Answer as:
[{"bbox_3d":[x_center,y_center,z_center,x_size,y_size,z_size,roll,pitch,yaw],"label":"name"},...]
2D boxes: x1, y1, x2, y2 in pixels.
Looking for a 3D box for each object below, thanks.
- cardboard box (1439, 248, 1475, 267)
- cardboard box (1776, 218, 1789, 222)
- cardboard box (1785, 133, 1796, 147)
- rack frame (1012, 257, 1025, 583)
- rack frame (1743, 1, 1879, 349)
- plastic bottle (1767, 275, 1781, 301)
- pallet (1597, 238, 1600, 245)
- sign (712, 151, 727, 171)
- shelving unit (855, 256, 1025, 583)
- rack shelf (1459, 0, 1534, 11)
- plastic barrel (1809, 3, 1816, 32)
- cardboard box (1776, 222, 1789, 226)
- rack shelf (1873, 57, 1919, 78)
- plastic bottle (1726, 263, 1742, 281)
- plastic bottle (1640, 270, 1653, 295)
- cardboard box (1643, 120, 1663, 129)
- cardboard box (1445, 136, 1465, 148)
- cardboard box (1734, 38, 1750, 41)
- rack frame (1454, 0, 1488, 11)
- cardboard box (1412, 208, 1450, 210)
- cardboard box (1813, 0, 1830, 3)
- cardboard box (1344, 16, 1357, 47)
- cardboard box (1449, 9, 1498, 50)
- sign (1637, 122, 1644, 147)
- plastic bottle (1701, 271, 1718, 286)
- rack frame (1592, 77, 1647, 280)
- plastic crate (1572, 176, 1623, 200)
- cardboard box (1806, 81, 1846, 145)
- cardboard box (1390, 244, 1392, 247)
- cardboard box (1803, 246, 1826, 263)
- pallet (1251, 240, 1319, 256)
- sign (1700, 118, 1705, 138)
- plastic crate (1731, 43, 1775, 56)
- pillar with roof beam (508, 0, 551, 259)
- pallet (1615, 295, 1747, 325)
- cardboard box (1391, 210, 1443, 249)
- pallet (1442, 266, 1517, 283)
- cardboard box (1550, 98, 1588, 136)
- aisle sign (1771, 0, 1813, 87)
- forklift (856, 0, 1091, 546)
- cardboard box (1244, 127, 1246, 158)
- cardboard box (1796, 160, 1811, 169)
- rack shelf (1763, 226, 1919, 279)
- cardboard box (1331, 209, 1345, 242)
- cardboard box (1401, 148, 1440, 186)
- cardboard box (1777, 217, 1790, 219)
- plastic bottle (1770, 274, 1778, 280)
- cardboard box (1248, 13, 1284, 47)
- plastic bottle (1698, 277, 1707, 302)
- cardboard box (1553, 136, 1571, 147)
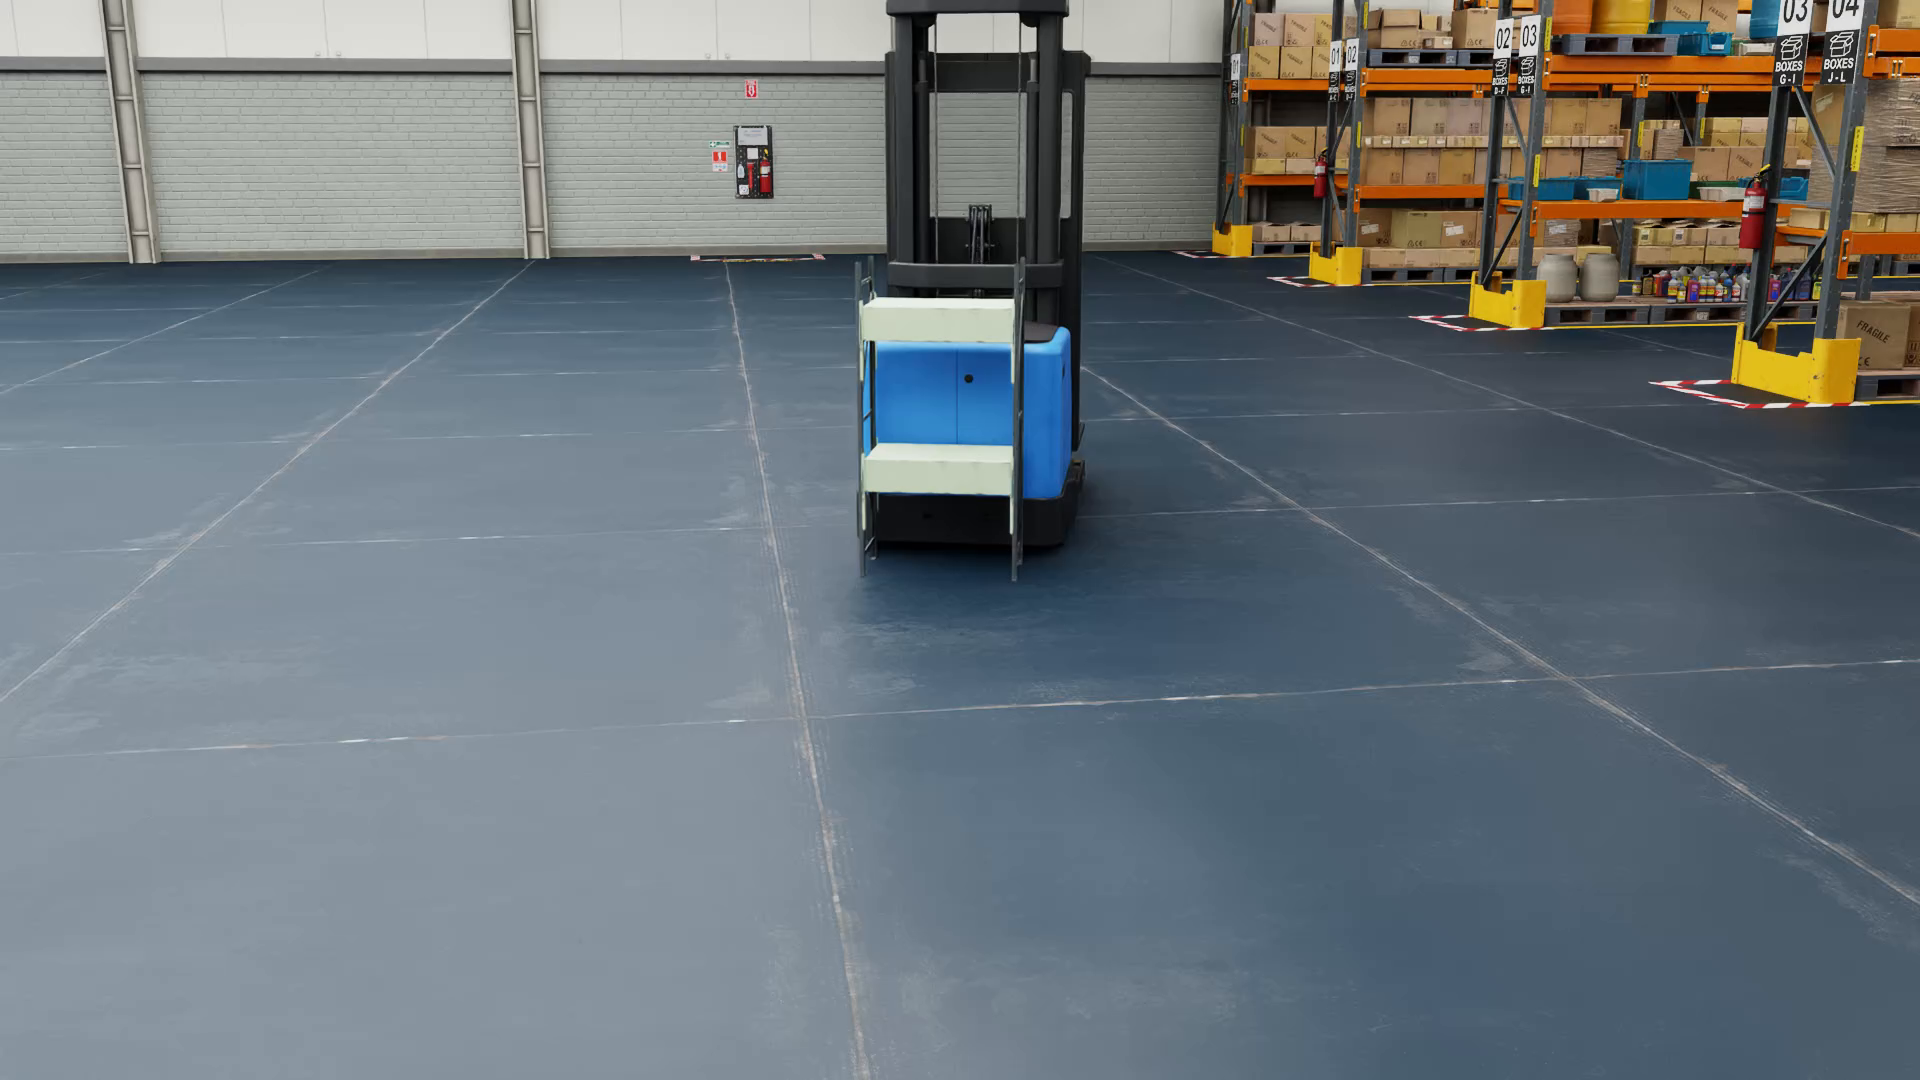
[{"bbox_3d":[6.753,-3.913,22.946,0.500,0.250,0.500,-2,14,-8],"label":"cardboard box"},{"bbox_3d":[12.032,-4.502,24.144,0.500,0.311,0.500,-2,14,-10],"label":"cardboard box"},{"bbox_3d":[13.899,-6.714,28.469,0.500,0.500,0.500,-2,14,-9],"label":"cardboard box"},{"bbox_3d":[0.279,-0.573,7.925,0.023,1.500,0.400,2,14,6],"label":"rack frame"},{"bbox_3d":[6.674,-2.657,13.149,0.127,3.000,1.000,-2,14,-8],"label":"rack frame"},{"bbox_3d":[8.953,-2.773,18.294,0.133,0.283,0.061,-1,14,-5],"label":"plastic bottle"},{"bbox_3d":[10.394,-5.097,28.612,1.213,0.211,1.003,-2,14,-8],"label":"pallet"},{"bbox_3d":[-3.921,-6.189,27.160,0.234,0.329,0.001,-2,14,-8],"label":"sign"},{"bbox_3d":[-0.085,-0.583,7.964,0.755,1.500,0.431,2,14,6],"label":"shelving unit"},{"bbox_3d":[10.393,-8.816,27.675,4.000,0.370,1.077,-2,14,-8],"label":"rack shelf"},{"bbox_3d":[9.436,-5.738,18.174,0.421,0.512,0.421,0,14,0],"label":"plastic barrel"},{"bbox_3d":[11.618,-4.355,23.559,0.500,0.311,0.500,-2,14,-9],"label":"cardboard box"},{"bbox_3d":[11.869,-5.172,18.489,4.000,0.370,1.077,-2,14,-8],"label":"rack shelf"},{"bbox_3d":[8.844,-2.985,19.000,0.185,0.351,0.144,-3,14,-11],"label":"plastic bottle"},{"bbox_3d":[7.799,-2.925,18.897,0.133,0.283,0.061,-2,14,-7],"label":"plastic bottle"},{"bbox_3d":[11.718,-7.063,28.274,0.250,0.149,0.380,-5,15,-18],"label":"cardboard box"},{"bbox_3d":[6.642,-5.403,22.561,0.250,0.149,0.380,-3,14,-10],"label":"cardboard box"},{"bbox_3d":[11.057,-6.825,23.049,0.500,0.250,0.500,-3,14,-13],"label":"cardboard box"},{"bbox_3d":[8.415,-9.286,27.250,0.127,3.000,1.000,-2,14,-8],"label":"rack frame"},{"bbox_3d":[6.674,-4.404,23.365,0.500,0.500,0.500,-2,14,-8],"label":"cardboard box"},{"bbox_3d":[6.902,-4.317,13.093,0.250,0.149,0.380,-2,14,-8],"label":"cardboard box"},{"bbox_3d":[6.374,-8.359,27.419,0.500,0.500,0.500,-2,14,-8],"label":"cardboard box"},{"bbox_3d":[6.884,-6.809,22.184,0.500,0.500,0.500,-2,14,-8],"label":"cardboard box"},{"bbox_3d":[9.241,-5.510,22.582,0.005,0.325,0.100,-2,14,-8],"label":"sign"},{"bbox_3d":[8.471,-2.899,18.810,0.135,0.276,0.152,-2,14,-8],"label":"plastic bottle"},{"bbox_3d":[9.157,-5.185,23.229,0.127,3.000,1.000,-2,14,-8],"label":"rack frame"},{"bbox_3d":[7.029,-3.888,18.365,0.408,0.251,0.499,-2,14,-8],"label":"plastic crate"},{"bbox_3d":[7.181,-3.414,13.295,0.500,0.500,0.500,-2,14,-8],"label":"cardboard box"},{"bbox_3d":[6.180,-4.021,23.379,0.500,0.250,0.500,-2,14,-8],"label":"cardboard box"},{"bbox_3d":[12.119,-4.102,23.703,0.500,0.250,0.500,-2,14,-9],"label":"cardboard box"},{"bbox_3d":[5.344,-4.902,27.835,1.213,0.211,1.003,-2,14,-8],"label":"pallet"},{"bbox_3d":[12.461,-6.914,27.907,0.005,0.325,0.100,-2,14,-8],"label":"sign"},{"bbox_3d":[8.364,-5.165,17.525,0.396,0.136,0.243,-2,14,-8],"label":"plastic crate"},{"bbox_3d":[-6.202,-7.904,21.740,0.400,9.000,9.100,-2,14,-8],"label":"pillar with roof beam"},{"bbox_3d":[8.012,-2.581,18.580,1.213,0.211,1.003,-2,14,-8],"label":"pallet"},{"bbox_3d":[6.259,-4.258,22.781,0.500,0.500,0.500,-2,14,-8],"label":"cardboard box"},{"bbox_3d":[7.155,-3.768,23.314,1.213,0.211,1.003,-2,14,-8],"label":"pallet"},{"bbox_3d":[8.220,-5.826,22.915,0.500,0.500,0.700,-2,14,-8],"label":"cardboard box"},{"bbox_3d":[6.568,-3.988,13.112,0.004,0.787,0.394,-2,14,-8],"label":"aisle sign"},{"bbox_3d":[0.165,-1.700,9.475,1.130,2.935,3.031,2,14,7],"label":"forklift"},{"bbox_3d":[4.894,-6.600,27.598,0.500,0.500,0.500,-2,14,-9],"label":"cardboard box"},{"bbox_3d":[12.199,-5.301,23.874,0.500,0.311,0.500,-2,14,-9],"label":"cardboard box"},{"bbox_3d":[8.651,-2.380,13.525,4.000,0.370,1.077,-2,14,-8],"label":"rack shelf"},{"bbox_3d":[6.454,-5.271,27.806,0.500,0.500,0.700,-3,14,-12],"label":"cardboard box"},{"bbox_3d":[6.184,-5.122,22.775,0.500,0.500,0.700,-2,14,-7],"label":"cardboard box"},{"bbox_3d":[13.984,-5.707,28.869,0.750,0.750,0.750,-2,14,-9],"label":"cardboard box"},{"bbox_3d":[9.061,-2.820,18.497,0.135,0.276,0.152,-2,14,-8],"label":"plastic bottle"},{"bbox_3d":[4.877,-8.185,26.723,0.500,0.500,0.500,-3,14,-12],"label":"cardboard box"},{"bbox_3d":[8.114,-2.741,18.191,0.097,0.271,0.097,0,14,0],"label":"plastic bottle"},{"bbox_3d":[8.157,-5.458,22.780,0.250,0.149,0.380,-2,14,-8],"label":"cardboard box"}]
